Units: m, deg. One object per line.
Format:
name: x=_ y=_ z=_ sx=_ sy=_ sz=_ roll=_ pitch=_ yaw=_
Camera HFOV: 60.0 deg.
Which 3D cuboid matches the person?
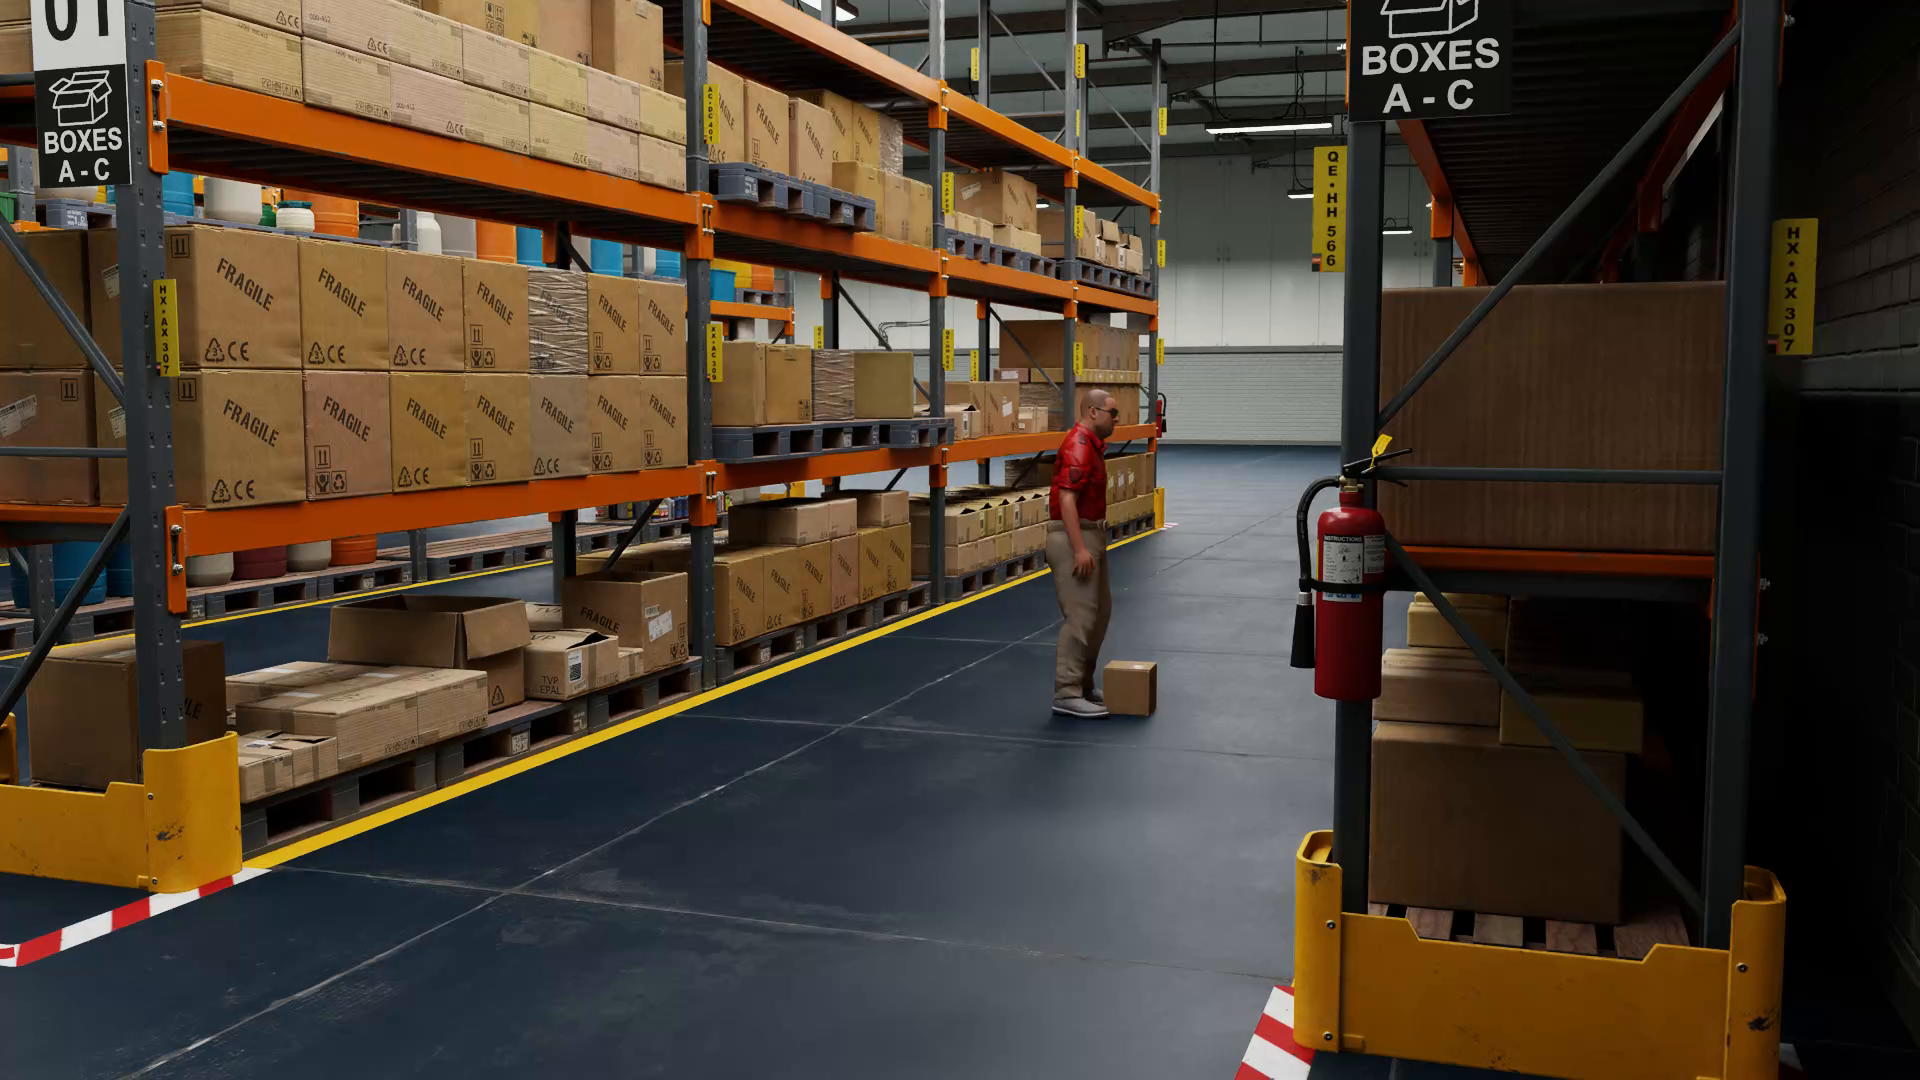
person: x=0.672 y=0.054 z=8.971 sx=0.392 sy=1.726 sz=0.606 roll=1 pitch=5 yaw=15
